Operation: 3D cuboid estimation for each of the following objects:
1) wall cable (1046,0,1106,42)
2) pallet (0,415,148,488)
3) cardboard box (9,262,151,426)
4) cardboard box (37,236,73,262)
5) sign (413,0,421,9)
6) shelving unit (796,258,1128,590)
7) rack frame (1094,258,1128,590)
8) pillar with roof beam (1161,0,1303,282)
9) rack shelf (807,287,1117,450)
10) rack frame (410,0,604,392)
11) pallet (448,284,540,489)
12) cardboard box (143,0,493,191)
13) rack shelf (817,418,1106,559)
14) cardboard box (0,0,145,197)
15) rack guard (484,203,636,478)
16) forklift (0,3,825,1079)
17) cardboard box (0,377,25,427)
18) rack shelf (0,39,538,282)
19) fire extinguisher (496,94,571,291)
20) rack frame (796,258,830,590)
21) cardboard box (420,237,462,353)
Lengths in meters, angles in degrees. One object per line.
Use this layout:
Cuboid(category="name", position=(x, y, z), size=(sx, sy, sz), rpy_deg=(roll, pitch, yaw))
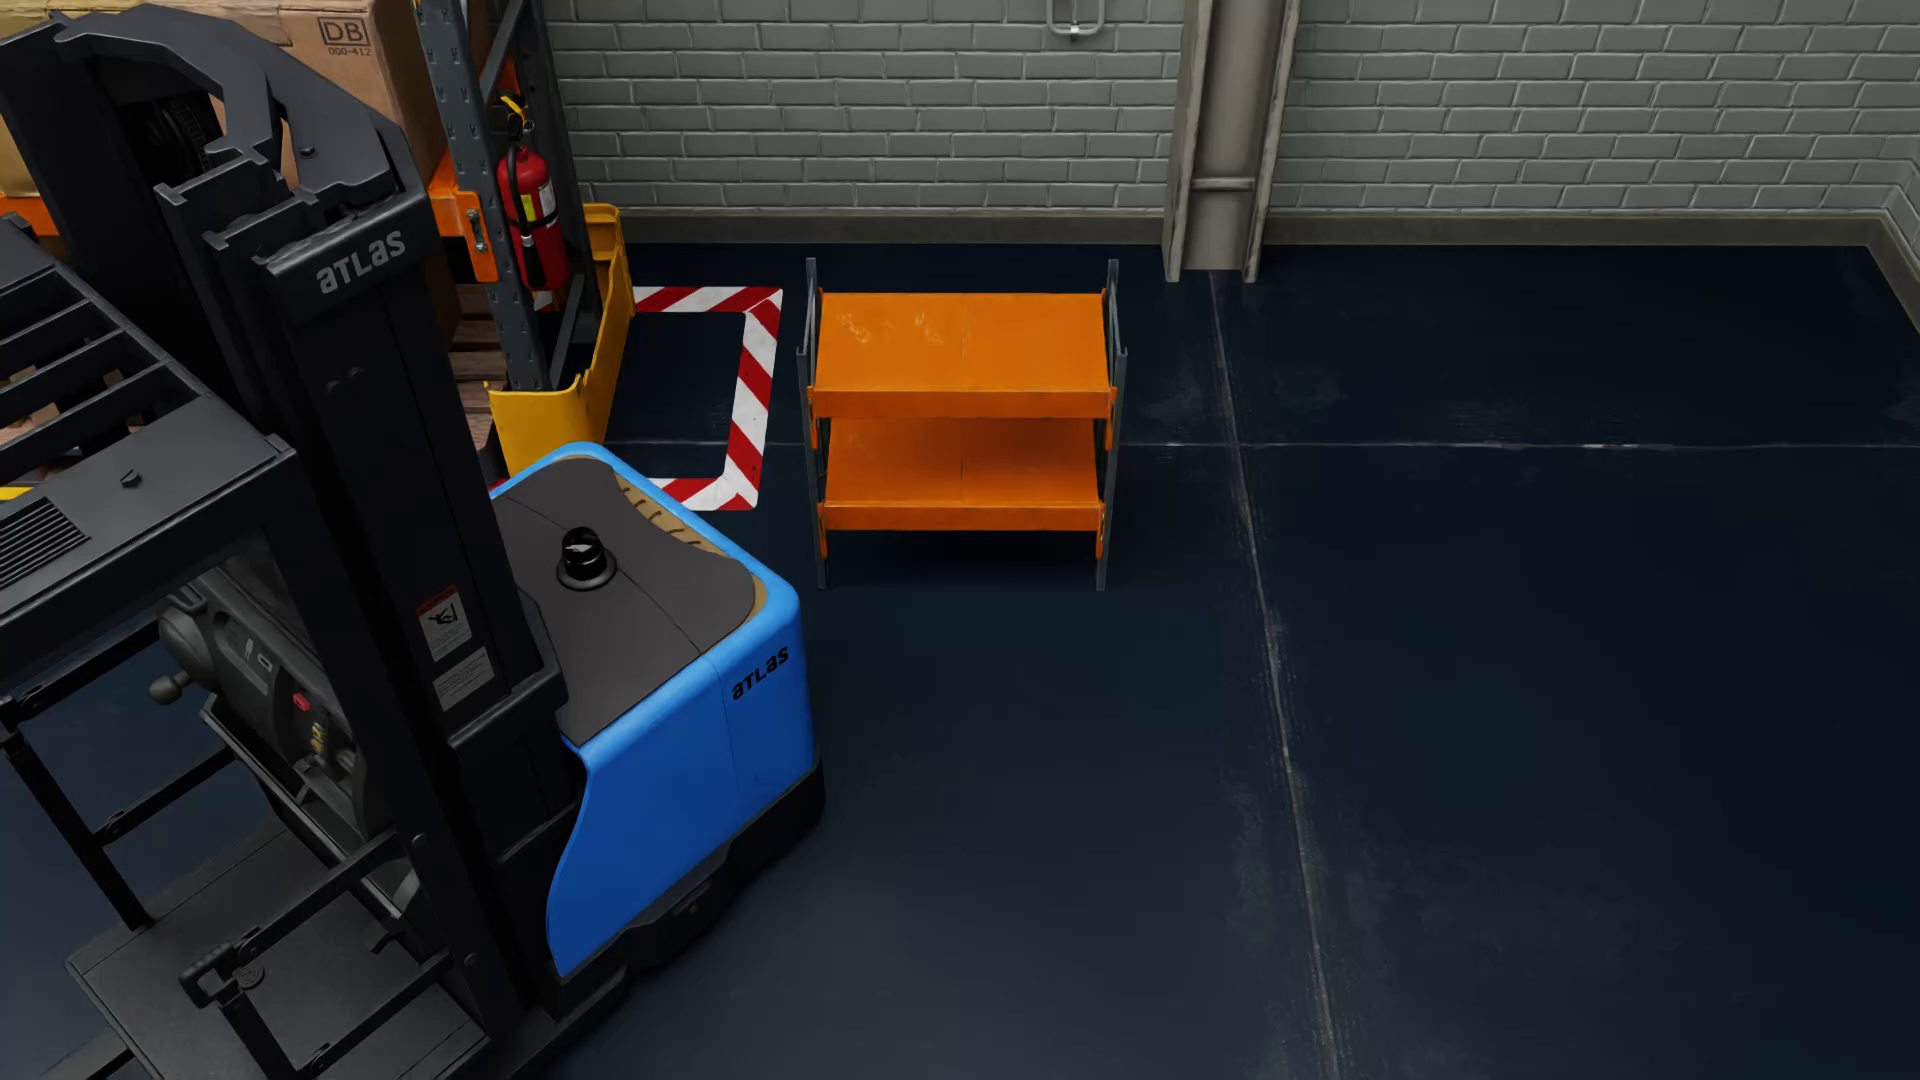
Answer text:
Cuboid(category="wall cable", position=(-0.313, -2.677, 5.998), size=(1.851, 1.984, 0.084), rpy_deg=(0, 47, 0))
Cuboid(category="pallet", position=(-3.614, -0.642, 6.704), size=(1.213, 0.211, 1.003), rpy_deg=(0, 47, 0))
Cuboid(category="cardboard box", position=(-3.301, -0.864, 6.426), size=(0.500, 0.500, 0.700), rpy_deg=(-1, 47, -1))
Cuboid(category="cardboard box", position=(-3.440, -1.231, 6.325), size=(0.250, 0.149, 0.380), rpy_deg=(1, 47, 1))
Cuboid(category="sign", position=(-1.613, -1.720, 4.849), size=(0.005, 0.325, 0.100), rpy_deg=(0, 47, 0))
Cuboid(category="shelving unit", position=(0.007, -0.383, 5.838), size=(1.048, 1.125, 0.538), rpy_deg=(0, 47, 0))
Cuboid(category="rack frame", position=(0.515, -0.382, 5.837), size=(0.032, 1.125, 0.500), rpy_deg=(0, 47, 0))
Cuboid(category="pillar with roof beam", position=(1.090, -1.161, 1.183), size=(0.400, 9.000, 9.100), rpy_deg=(0, 47, 0))
Cuboid(category="rack shelf", position=(0.007, -0.583, 5.624), size=(1.000, 0.278, 0.538), rpy_deg=(0, 47, 0))
Cuboid(category="rack frame", position=(-1.597, -1.642, 5.729), size=(0.127, 3.000, 1.000), rpy_deg=(0, 47, 0))
Cuboid(category="pallet", position=(-2.397, -0.637, 6.699), size=(1.213, 0.211, 1.003), rpy_deg=(0, 47, 0))
Cuboid(category="cardboard box", position=(-2.107, -1.738, 5.614), size=(0.700, 0.700, 0.980), rpy_deg=(2, 47, 2))
Cuboid(category="rack shelf", position=(0.007, -0.217, 6.017), size=(1.000, 0.278, 0.538), rpy_deg=(0, 47, 0))
Cuboid(category="cardboard box", position=(-2.835, -1.732, 5.608), size=(0.700, 0.700, 0.980), rpy_deg=(0, 47, 0))
Cuboid(category="rack guard", position=(-1.573, -0.790, 6.644), size=(0.348, 0.500, 1.175), rpy_deg=(0, 47, 0))
Cuboid(category="forklift", position=(-1.802, 0.438, 3.840), size=(1.130, 2.935, 3.031), rpy_deg=(34, 56, 27))
Cuboid(category="cardboard box", position=(-3.834, -0.860, 6.422), size=(0.500, 0.500, 0.700), rpy_deg=(1, 47, 1))
Cuboid(category="rack shelf", position=(-3.597, -1.402, 5.997), size=(4.000, 0.370, 1.077), rpy_deg=(0, 47, 0))
Cuboid(category="fire extinguisher", position=(-1.448, -1.150, 5.579), size=(0.183, 0.674, 0.296), rpy_deg=(0, 47, 0))
Cuboid(category="rack frame", position=(-0.502, -0.385, 5.840), size=(0.032, 1.125, 0.500), rpy_deg=(0, 47, 0))
Cuboid(category="cardboard box", position=(-2.298, -0.862, 6.424), size=(0.500, 0.500, 0.700), rpy_deg=(0, 47, 0))
